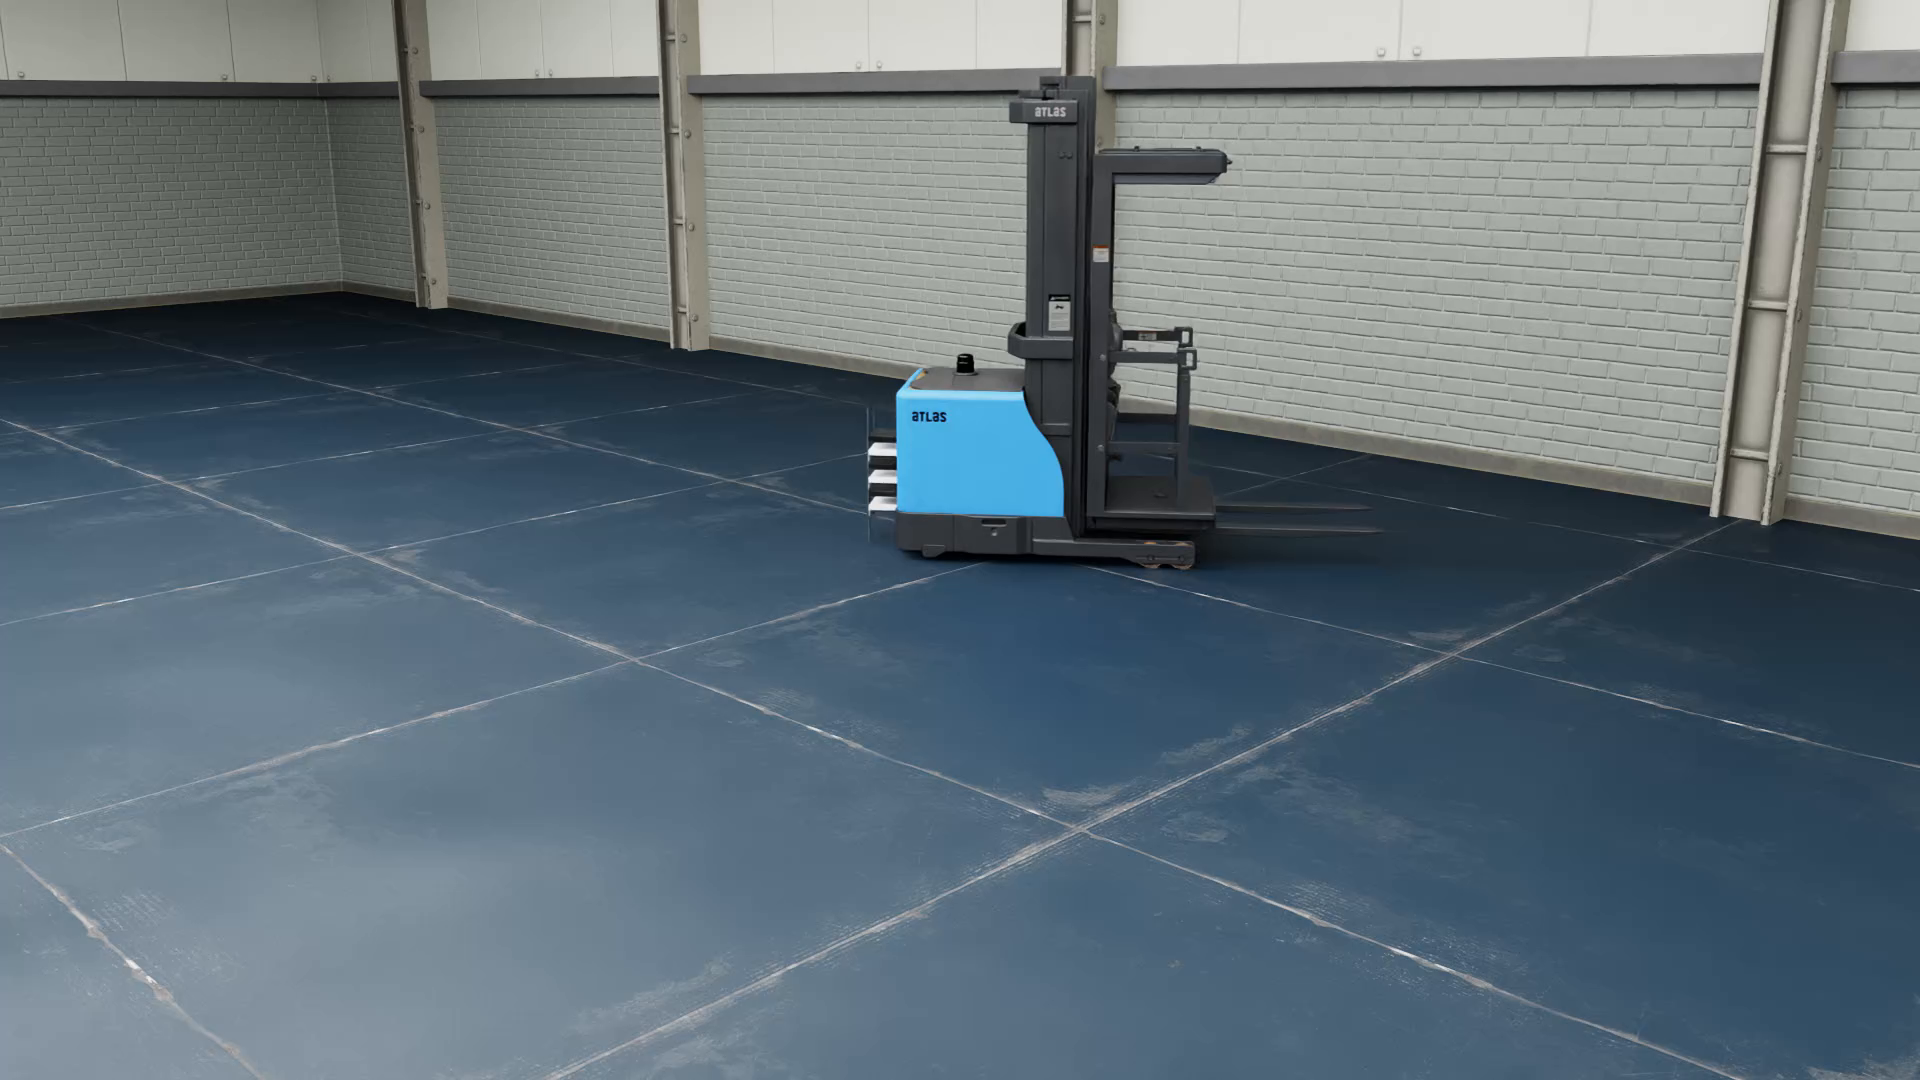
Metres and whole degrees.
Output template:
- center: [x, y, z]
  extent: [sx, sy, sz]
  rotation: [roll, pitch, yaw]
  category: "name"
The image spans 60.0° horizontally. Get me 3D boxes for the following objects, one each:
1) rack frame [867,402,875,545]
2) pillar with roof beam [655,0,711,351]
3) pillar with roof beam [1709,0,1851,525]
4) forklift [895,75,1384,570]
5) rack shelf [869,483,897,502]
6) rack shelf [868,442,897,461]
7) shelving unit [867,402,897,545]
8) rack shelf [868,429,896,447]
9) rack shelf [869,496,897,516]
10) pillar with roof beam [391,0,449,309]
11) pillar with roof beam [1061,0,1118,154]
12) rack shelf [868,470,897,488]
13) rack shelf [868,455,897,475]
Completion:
- center: [-0.577, -0.432, 10.805]
  extent: [0.006, 0.900, 0.240]
  rotation: [2, 15, 6]
  category: "rack frame"
- center: [-6.161, -5.835, 15.478]
  extent: [0.400, 9.000, 9.100]
  rotation: [14, 20, 42]
  category: "pillar with roof beam"
- center: [2.478, -3.735, 7.418]
  extent: [0.400, 9.000, 9.100]
  rotation: [14, 20, 42]
  category: "pillar with roof beam"
- center: [1.144, -1.377, 10.404]
  extent: [3.031, 2.935, 1.130]
  rotation: [2, 15, 6]
  category: "forklift"
- center: [-0.476, -0.310, 10.826]
  extent: [0.200, 0.077, 0.258]
  rotation: [2, 15, 6]
  category: "rack shelf"
- center: [-0.476, -0.571, 10.758]
  extent: [0.200, 0.077, 0.258]
  rotation: [2, 15, 6]
  category: "rack shelf"
- center: [-0.476, -0.429, 10.795]
  extent: [0.210, 0.900, 0.258]
  rotation: [2, 15, 6]
  category: "shelving unit"
- center: [-0.476, -0.658, 10.735]
  extent: [0.200, 0.077, 0.258]
  rotation: [2, 15, 6]
  category: "rack shelf"
- center: [-0.476, -0.223, 10.848]
  extent: [0.200, 0.077, 0.258]
  rotation: [2, 15, 6]
  category: "rack shelf"
- center: [-10.480, -6.885, 19.509]
  extent: [0.400, 9.000, 9.100]
  rotation: [14, 20, 42]
  category: "pillar with roof beam"
- center: [-1.842, -4.785, 11.448]
  extent: [0.400, 9.000, 9.100]
  rotation: [14, 20, 42]
  category: "pillar with roof beam"
- center: [-0.476, -0.397, 10.803]
  extent: [0.200, 0.077, 0.258]
  rotation: [2, 15, 6]
  category: "rack shelf"
- center: [-0.476, -0.484, 10.780]
  extent: [0.200, 0.077, 0.258]
  rotation: [2, 15, 6]
  category: "rack shelf"
